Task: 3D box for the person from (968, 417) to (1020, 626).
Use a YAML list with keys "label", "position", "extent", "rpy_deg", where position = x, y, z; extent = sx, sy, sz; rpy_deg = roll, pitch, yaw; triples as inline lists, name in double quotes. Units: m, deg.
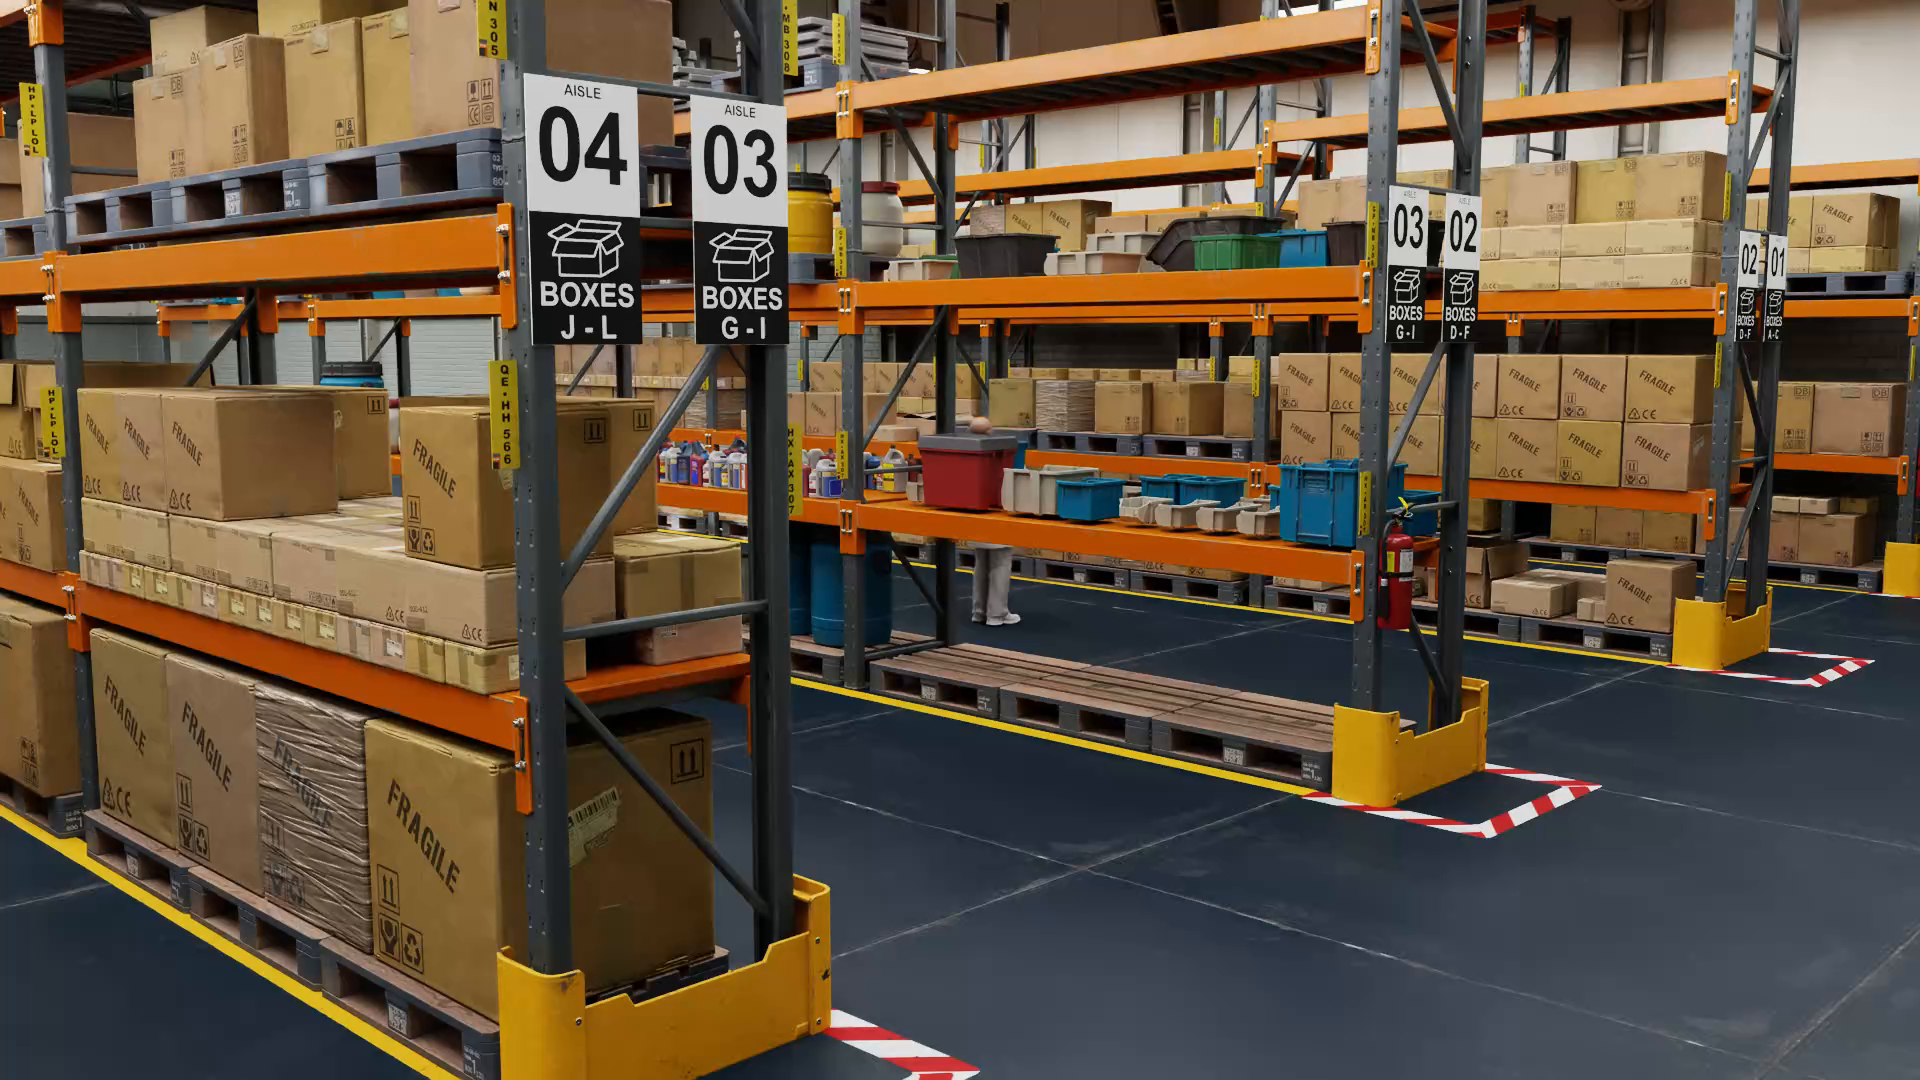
- label: "person"
  position: [0.312, -0.174, 14.278]
  extent: [0.529, 1.770, 0.563]
  rpy_deg: [7, 10, 44]
